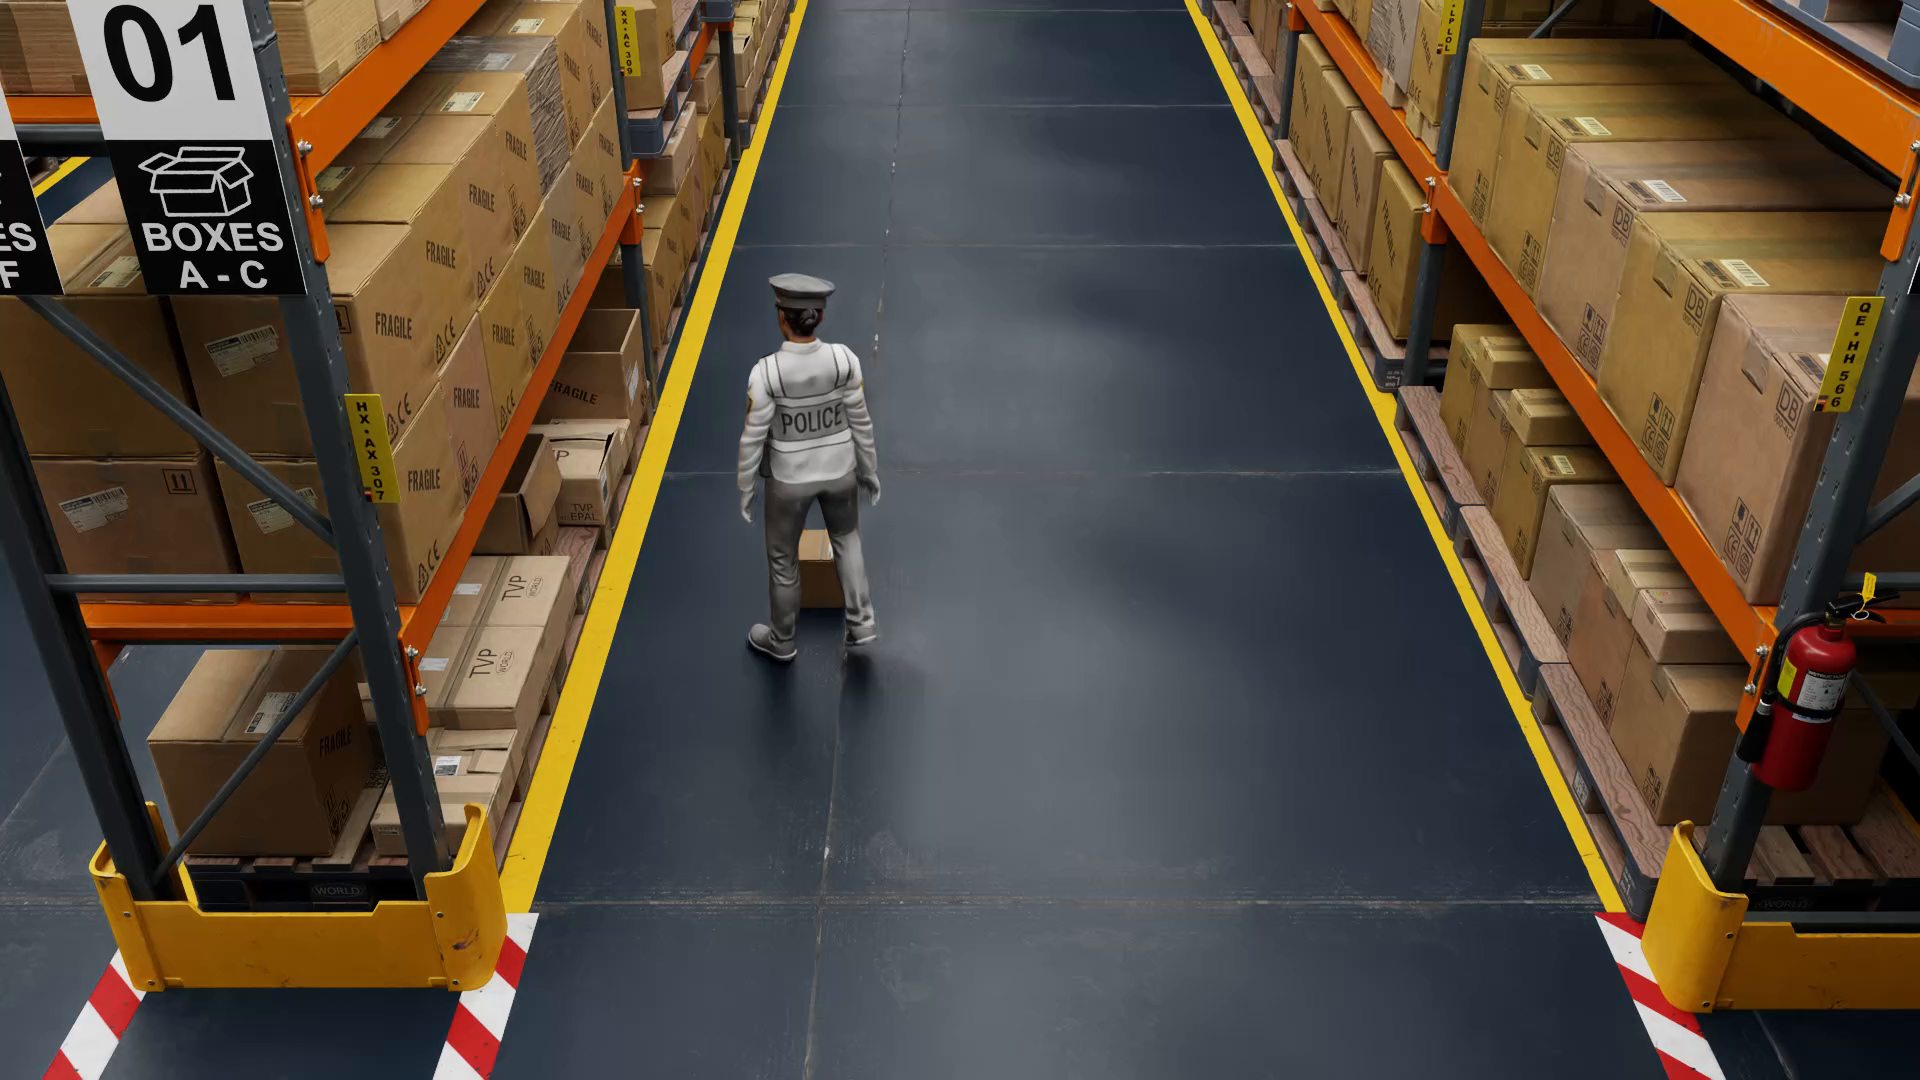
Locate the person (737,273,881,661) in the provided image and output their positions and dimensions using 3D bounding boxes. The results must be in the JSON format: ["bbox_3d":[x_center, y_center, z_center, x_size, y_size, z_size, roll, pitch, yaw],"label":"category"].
[{"bbox_3d":[-0.595,-0.237,6.482,0.558,1.672,0.484,-11,34,-18],"label":"person"}]
